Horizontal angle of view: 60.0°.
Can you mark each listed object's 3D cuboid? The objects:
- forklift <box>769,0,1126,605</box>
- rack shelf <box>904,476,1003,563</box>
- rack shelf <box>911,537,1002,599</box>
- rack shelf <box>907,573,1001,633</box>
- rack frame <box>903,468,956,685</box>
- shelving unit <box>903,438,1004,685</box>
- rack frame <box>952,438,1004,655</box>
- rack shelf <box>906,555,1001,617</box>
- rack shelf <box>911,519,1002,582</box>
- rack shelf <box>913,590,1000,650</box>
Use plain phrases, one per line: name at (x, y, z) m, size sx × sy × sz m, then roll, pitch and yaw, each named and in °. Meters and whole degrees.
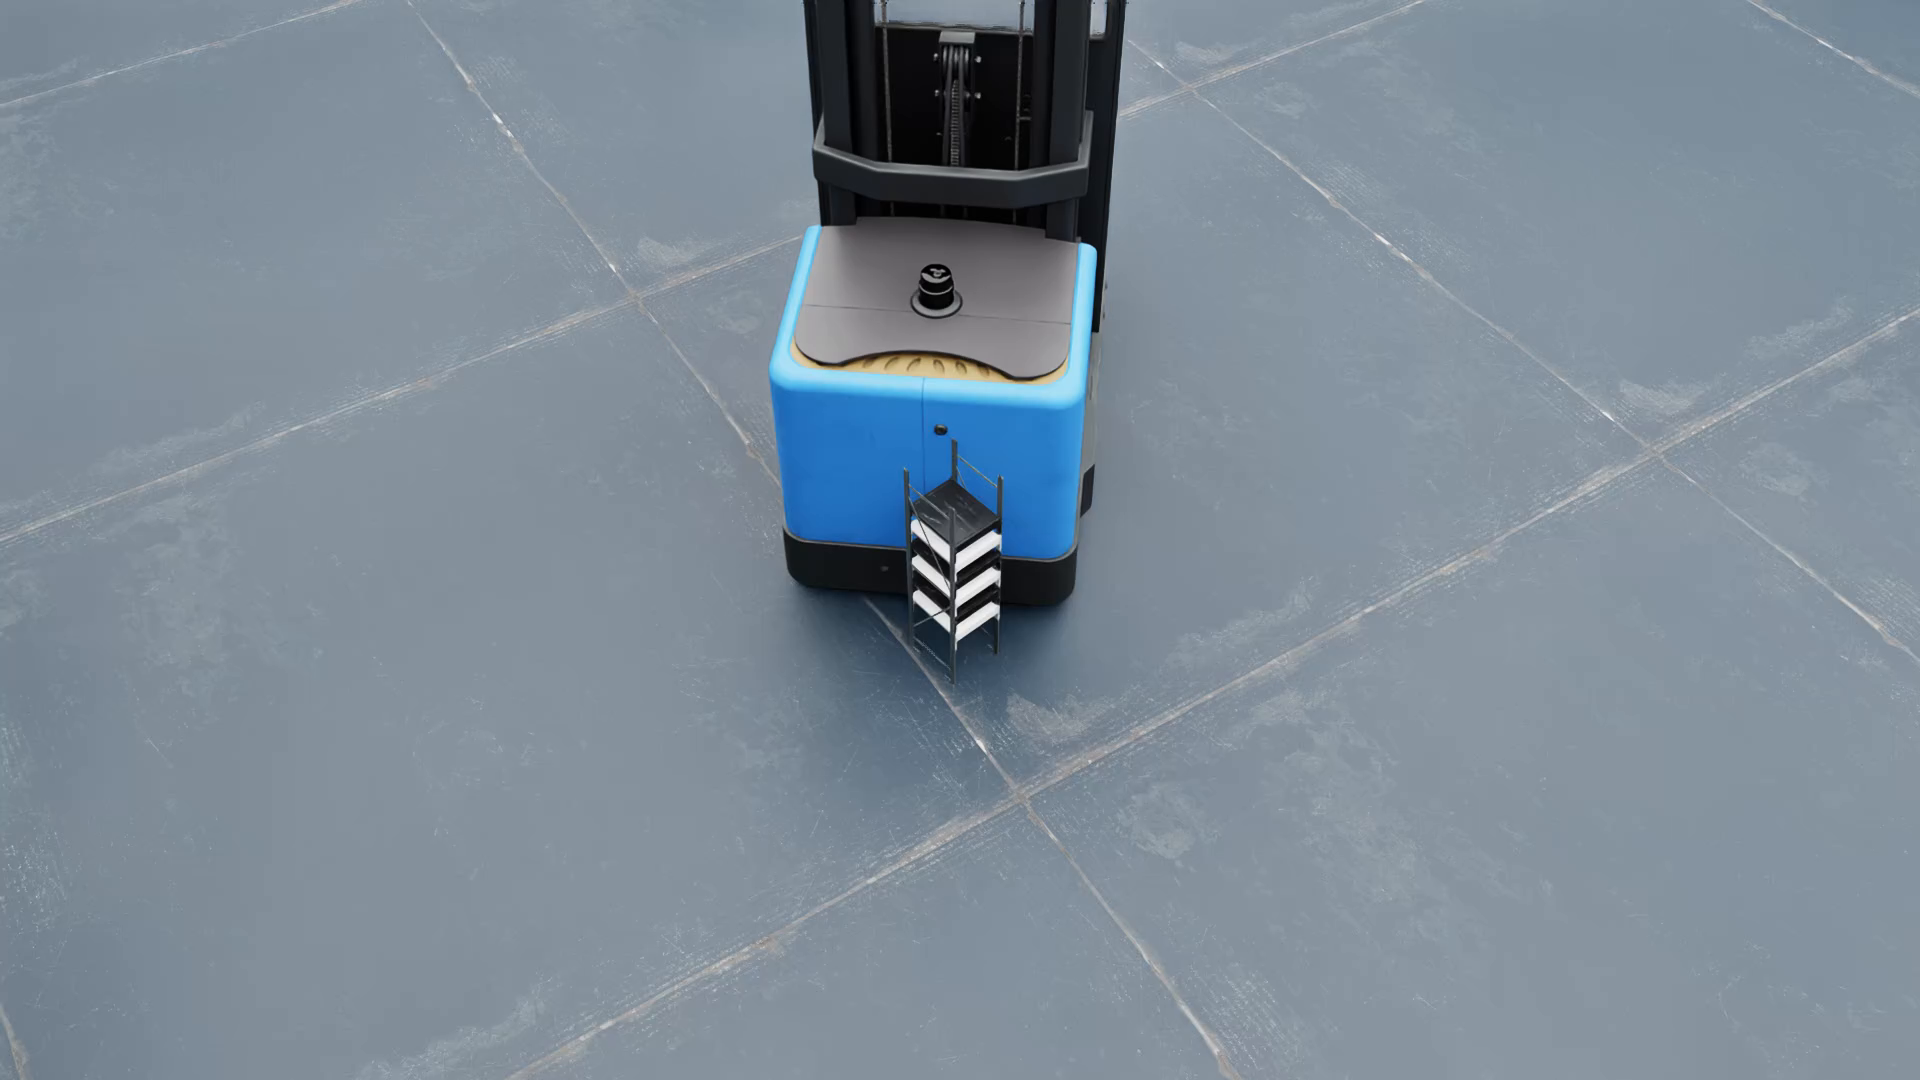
forklift at (0.042, -1.851, 5.936) m, size 1.130 × 2.935 × 3.031 m, roll 5°, pitch 48°, yaw 4°
rack shelf at (-0.021, -0.068, 5.391) m, size 0.200 × 0.077 × 0.258 m, roll -34°, pitch 56°, yaw -26°
rack shelf at (-0.021, 0.052, 5.526) m, size 0.200 × 0.077 × 0.258 m, roll -34°, pitch 56°, yaw -26°
rack shelf at (-0.021, 0.171, 5.660) m, size 0.200 × 0.077 × 0.258 m, roll -34°, pitch 56°, yaw -26°
rack frame at (-0.097, 0.140, 5.523) m, size 0.006 × 0.900 × 0.240 m, roll -34°, pitch 56°, yaw -26°
shelving unit at (-0.021, 0.089, 5.568) m, size 0.210 × 0.900 × 0.258 m, roll -34°, pitch 56°, yaw -26°
rack frame at (0.055, 0.039, 5.613) m, size 0.006 × 0.900 × 0.240 m, roll -34°, pitch 56°, yaw -26°
rack shelf at (-0.021, 0.111, 5.593) m, size 0.200 × 0.077 × 0.258 m, roll -34°, pitch 56°, yaw -26°
rack shelf at (-0.021, -0.008, 5.458) m, size 0.200 × 0.077 × 0.258 m, roll -34°, pitch 56°, yaw -26°
rack shelf at (-0.021, 0.231, 5.727) m, size 0.200 × 0.077 × 0.258 m, roll -34°, pitch 56°, yaw -26°
